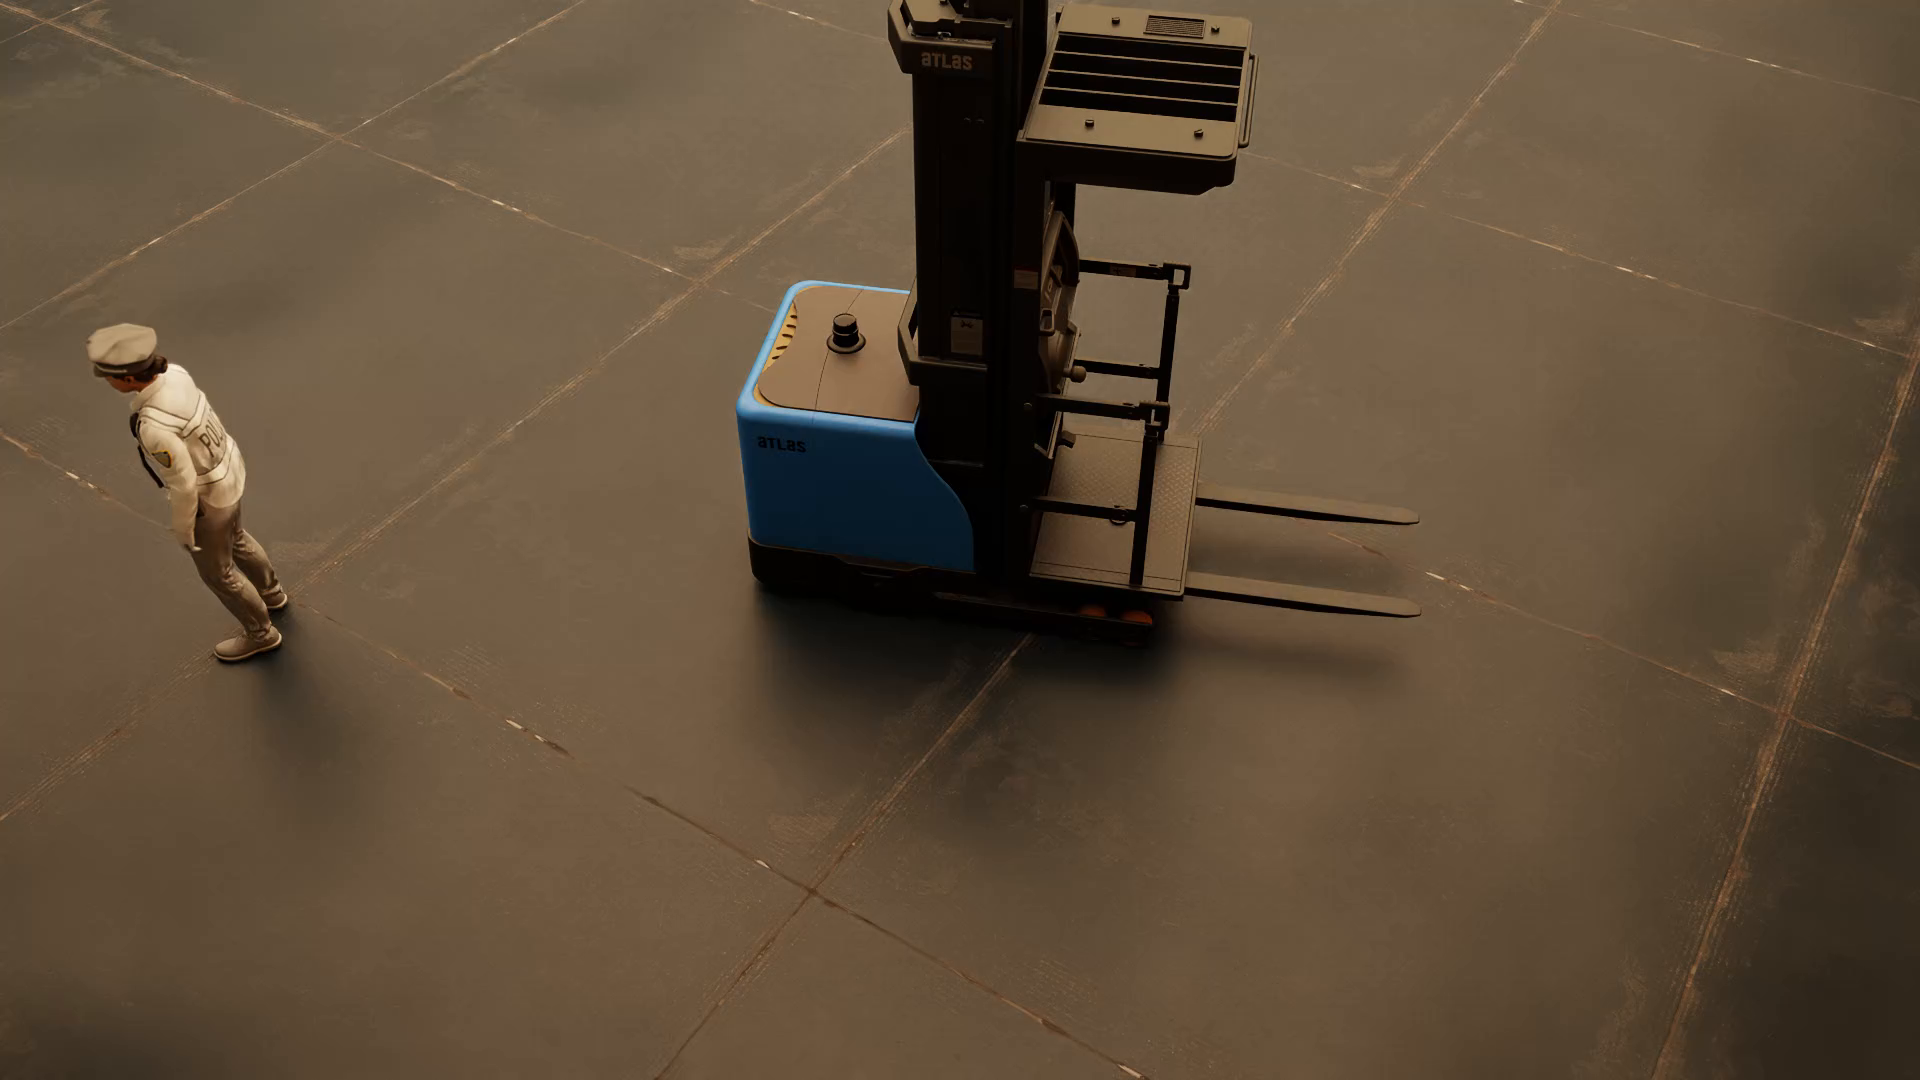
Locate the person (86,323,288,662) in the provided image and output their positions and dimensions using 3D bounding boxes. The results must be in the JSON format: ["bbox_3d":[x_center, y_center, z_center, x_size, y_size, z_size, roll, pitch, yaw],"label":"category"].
[{"bbox_3d":[-3.183,-0.191,6.973,0.374,1.663,0.529,-6,44,-7],"label":"person"}]

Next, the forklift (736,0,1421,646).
[{"bbox_3d":[0.598,-0.987,6.890,3.031,2.935,1.130,7,44,8],"label":"forklift"}]
